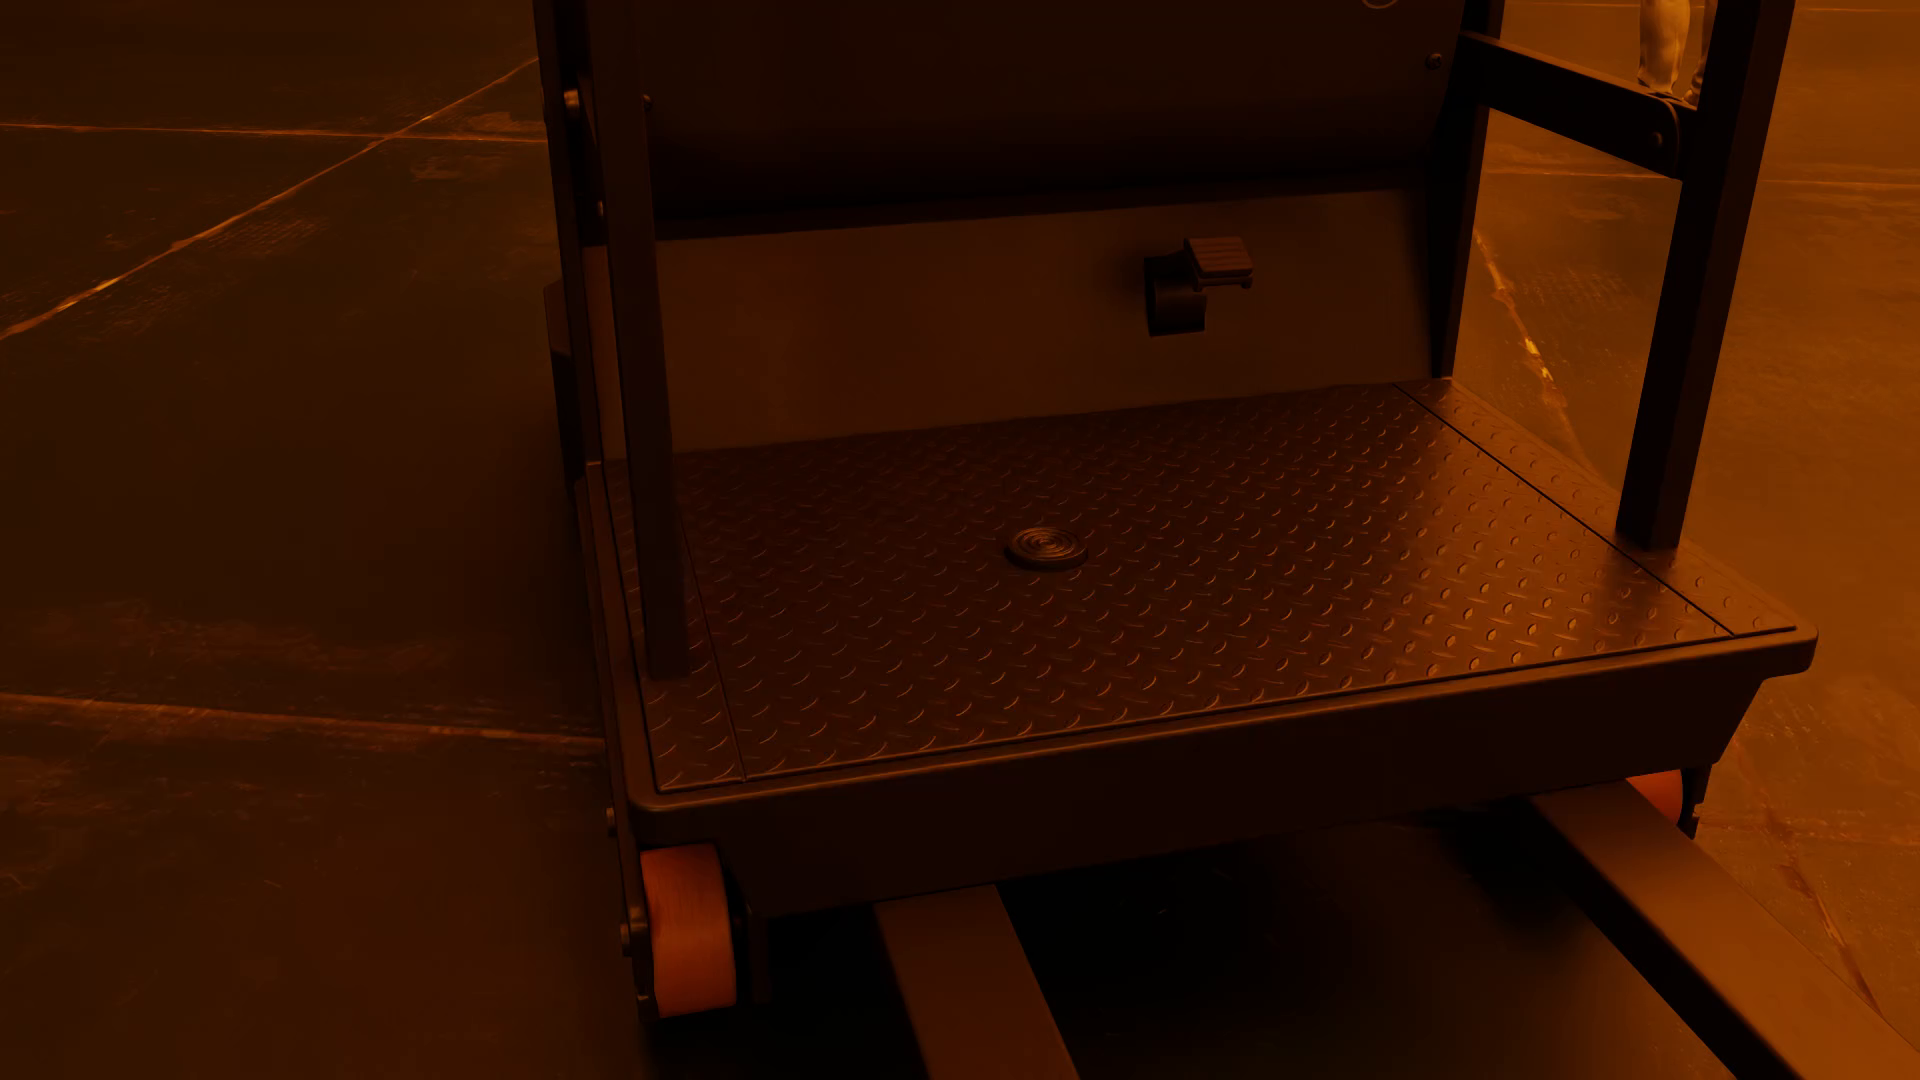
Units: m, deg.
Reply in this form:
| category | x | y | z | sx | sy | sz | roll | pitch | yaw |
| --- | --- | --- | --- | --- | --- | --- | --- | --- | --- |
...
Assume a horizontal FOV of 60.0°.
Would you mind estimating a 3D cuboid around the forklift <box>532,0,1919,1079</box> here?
| category | x | y | z | sx | sy | sz | roll | pitch | yaw |
| --- | --- | --- | --- | --- | --- | --- | --- | --- | --- |
| forklift | 0.153 | -1.049 | 1.319 | 1.130 | 2.935 | 3.031 | -7 | 27 | -13 |

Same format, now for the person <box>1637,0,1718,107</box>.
| category | x | y | z | sx | sy | sz | roll | pitch | yaw |
| --- | --- | --- | --- | --- | --- | --- | --- | --- | --- |
| person | 2.058 | -2.007 | 4.608 | 0.588 | 1.696 | 0.534 | 0 | 27 | 0 |
